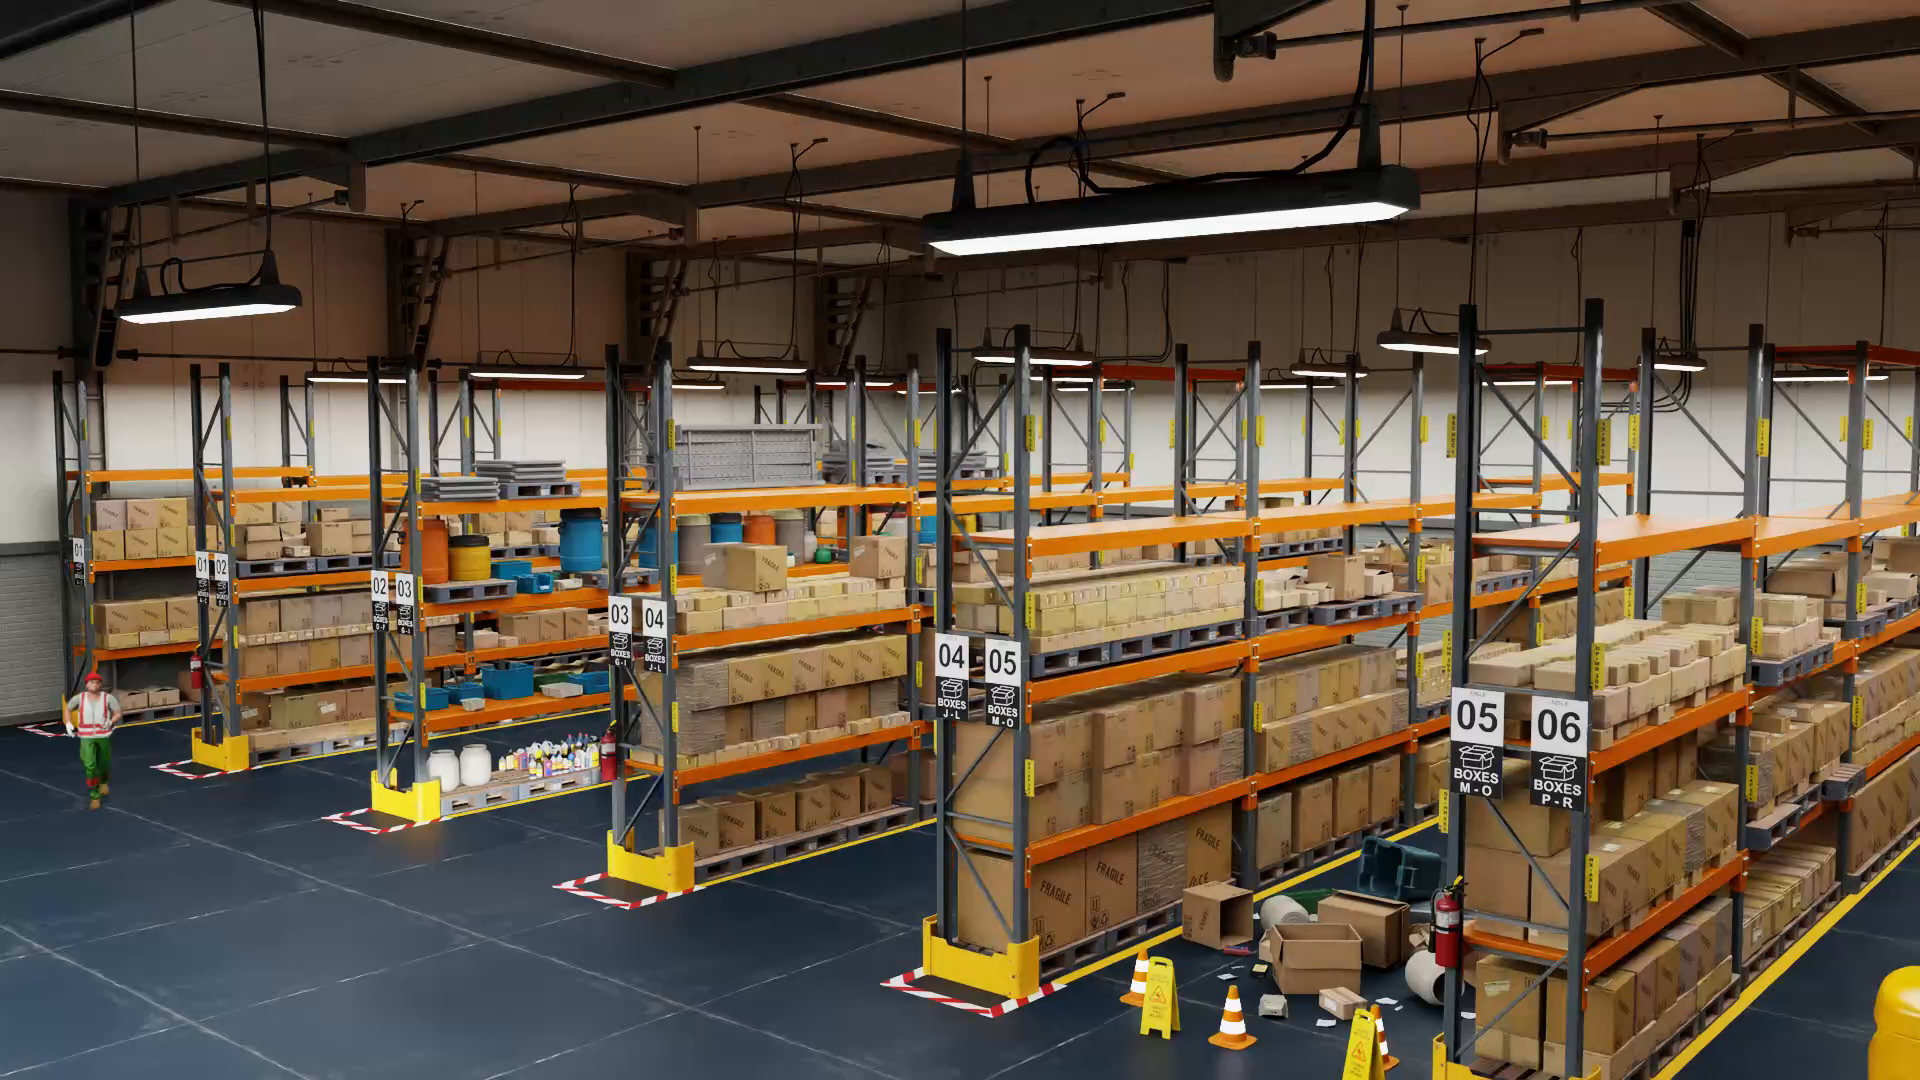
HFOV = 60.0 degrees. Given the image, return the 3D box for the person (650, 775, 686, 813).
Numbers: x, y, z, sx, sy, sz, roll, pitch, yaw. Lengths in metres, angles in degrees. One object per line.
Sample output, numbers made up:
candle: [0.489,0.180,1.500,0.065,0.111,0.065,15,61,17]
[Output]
person: [-3.910,2.796,22.096,0.572,1.593,0.712,2,4,23]

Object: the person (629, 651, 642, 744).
person: [-5.241,2.456,26.415,0.602,1.647,0.583,2,5,30]

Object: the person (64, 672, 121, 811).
person: [-11.654,2.668,22.374,0.680,1.794,0.894,-2,5,-30]
